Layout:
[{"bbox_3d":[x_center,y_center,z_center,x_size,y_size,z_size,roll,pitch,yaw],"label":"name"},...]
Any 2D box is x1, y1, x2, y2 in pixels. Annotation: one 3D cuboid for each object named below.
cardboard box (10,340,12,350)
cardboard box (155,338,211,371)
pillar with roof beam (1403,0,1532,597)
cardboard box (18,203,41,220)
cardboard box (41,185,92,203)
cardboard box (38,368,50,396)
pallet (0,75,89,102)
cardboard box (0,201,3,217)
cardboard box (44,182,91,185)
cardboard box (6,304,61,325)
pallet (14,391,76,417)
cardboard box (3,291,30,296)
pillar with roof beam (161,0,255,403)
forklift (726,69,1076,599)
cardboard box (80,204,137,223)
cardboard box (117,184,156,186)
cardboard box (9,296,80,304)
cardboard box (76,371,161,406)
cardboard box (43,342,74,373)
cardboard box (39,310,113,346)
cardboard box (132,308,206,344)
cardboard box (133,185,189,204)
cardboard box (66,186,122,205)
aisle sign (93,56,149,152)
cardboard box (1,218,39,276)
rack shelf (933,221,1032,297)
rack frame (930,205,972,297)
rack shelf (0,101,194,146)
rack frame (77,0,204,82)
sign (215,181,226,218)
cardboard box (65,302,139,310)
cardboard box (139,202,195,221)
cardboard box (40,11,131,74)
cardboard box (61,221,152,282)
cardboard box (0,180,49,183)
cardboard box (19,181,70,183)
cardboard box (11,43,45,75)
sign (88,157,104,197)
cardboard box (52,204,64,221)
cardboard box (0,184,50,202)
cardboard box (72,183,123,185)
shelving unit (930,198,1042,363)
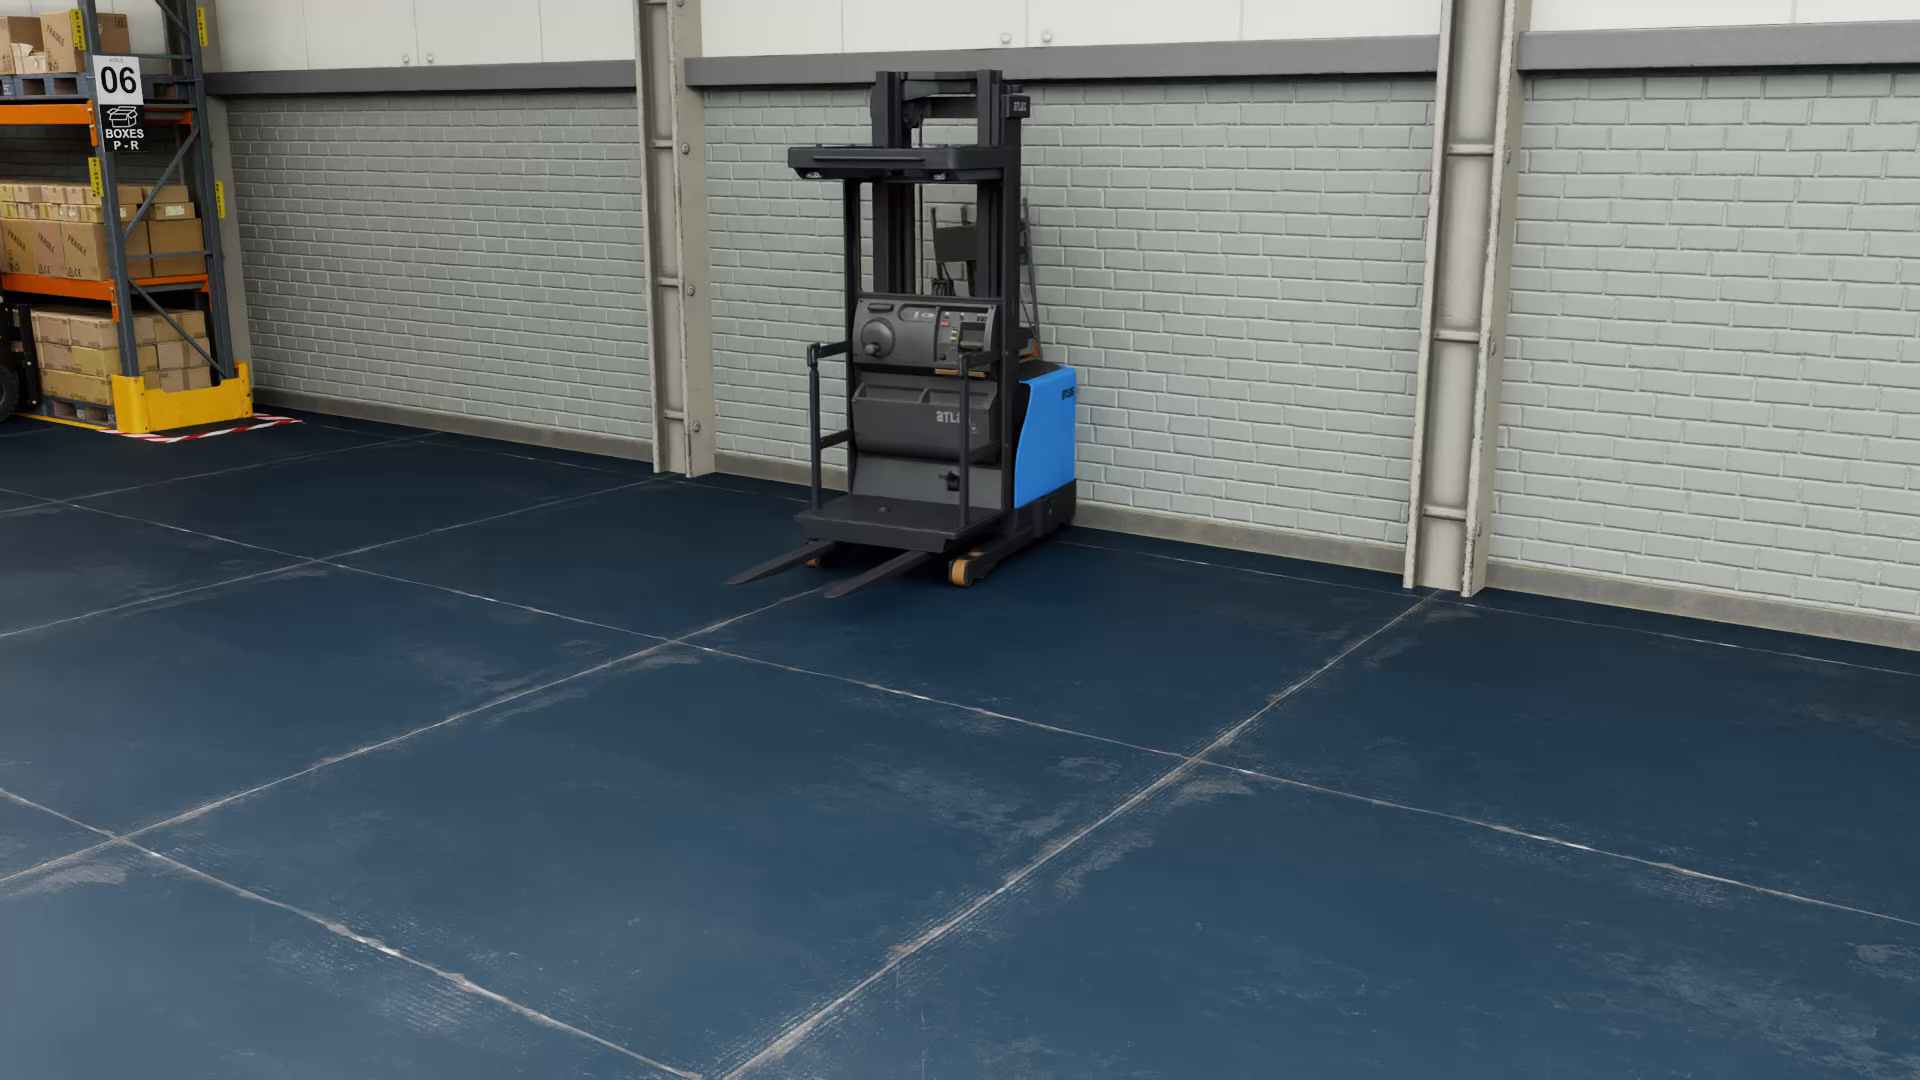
[{"bbox_3d":[-8.889,-1.840,15.820,0.500,0.250,0.500,9,17,33],"label":"cardboard box"},{"bbox_3d":[-7.321,-1.739,15.413,0.500,0.250,0.500,10,17,34],"label":"cardboard box"},{"bbox_3d":[0.433,-3.240,5.185,0.400,9.000,9.100,9,17,33],"label":"pillar with roof beam"},{"bbox_3d":[-8.348,-3.014,15.198,0.250,0.149,0.380,9,16,31],"label":"cardboard box"},{"bbox_3d":[-8.081,-3.141,15.093,0.250,0.149,0.380,9,17,33],"label":"cardboard box"},{"bbox_3d":[-8.431,-1.529,15.606,0.500,0.250,0.500,9,17,33],"label":"cardboard box"},{"bbox_3d":[-8.636,-4.199,15.485,1.213,0.211,1.003,9,17,33],"label":"pallet"},{"bbox_3d":[-8.726,-3.095,15.526,0.250,0.149,0.380,9,17,32],"label":"cardboard box"},{"bbox_3d":[-8.474,-3.331,15.860,0.250,0.149,0.380,9,17,33],"label":"cardboard box"},{"bbox_3d":[-8.871,-2.079,15.747,0.500,0.250,0.500,9,16,32],"label":"cardboard box"},{"bbox_3d":[-8.713,-1.427,16.148,1.213,0.211,1.003,9,17,33],"label":"pallet"},{"bbox_3d":[-9.850,-2.386,16.987,0.500,0.250,0.500,10,17,34],"label":"cardboard box"},{"bbox_3d":[-9.524,-4.849,11.686,0.400,9.000,9.100,9,17,33],"label":"pillar with roof beam"},{"bbox_3d":[-0.308,-1.268,9.845,1.130,2.935,3.031,7,15,25],"label":"forklift"},{"bbox_3d":[-7.491,-2.877,14.643,0.250,0.149,0.380,9,17,34],"label":"cardboard box"},{"bbox_3d":[-7.632,-3.192,15.300,0.250,0.149,0.380,10,17,34],"label":"cardboard box"},{"bbox_3d":[-9.009,-2.251,16.440,0.500,0.250,0.500,9,17,33],"label":"cardboard box"},{"bbox_3d":[-7.613,-1.392,15.051,0.500,0.250,0.500,9,17,33],"label":"cardboard box"},{"bbox_3d":[-8.035,-1.707,15.283,0.500,0.250,0.500,9,17,32],"label":"cardboard box"},{"bbox_3d":[-8.030,-1.944,15.201,0.500,0.250,0.500,10,17,34],"label":"cardboard box"},{"bbox_3d":[-7.340,-1.979,15.344,0.500,0.250,0.500,9,16,32],"label":"cardboard box"},{"bbox_3d":[-7.206,-3.118,14.999,0.250,0.149,0.380,9,16,32],"label":"cardboard box"},{"bbox_3d":[-7.684,-3.063,14.778,0.250,0.149,0.380,9,17,33],"label":"cardboard box"},{"bbox_3d":[-7.156,-3.717,14.186,0.004,0.787,0.394,9,17,33],"label":"aisle sign"},{"bbox_3d":[-8.453,-2.725,15.380,0.500,0.500,0.500,9,16,32],"label":"cardboard box"},{"bbox_3d":[0.160,-1.856,10.961,0.480,0.518,0.431,1,12,34],"label":"rack shelf"},{"bbox_3d":[0.028,-1.186,11.213,0.015,2.100,0.400,1,12,34],"label":"rack frame"},{"bbox_3d":[-8.706,-3.898,15.581,4.000,0.370,1.077,9,17,33],"label":"rack shelf"},{"bbox_3d":[-7.047,-5.435,14.050,0.127,3.000,1.000,9,17,33],"label":"rack frame"},{"bbox_3d":[-6.732,-3.091,15.101,0.005,0.325,0.100,9,17,33],"label":"sign"},{"bbox_3d":[-8.166,-2.115,15.891,0.500,0.250,0.500,9,17,32],"label":"cardboard box"},{"bbox_3d":[-7.184,-2.983,15.074,0.250,0.149,0.380,9,16,31],"label":"cardboard box"},{"bbox_3d":[-7.550,-4.290,14.380,0.500,0.500,0.500,10,17,35],"label":"cardboard box"},{"bbox_3d":[-7.602,-2.585,14.814,0.500,0.500,0.500,9,16,32],"label":"cardboard box"},{"bbox_3d":[-9.278,-3.488,16.496,0.250,0.149,0.380,9,16,32],"label":"cardboard box"},{"bbox_3d":[-8.888,-3.406,16.163,0.250,0.149,0.380,9,16,32],"label":"cardboard box"},{"bbox_3d":[-8.114,-4.250,14.706,0.258,0.266,0.396,9,17,33],"label":"cardboard box"},{"bbox_3d":[-7.361,-3.093,14.174,0.005,0.325,0.100,9,17,33],"label":"sign"},{"bbox_3d":[-7.901,-2.952,14.948,0.250,0.149,0.380,10,17,34],"label":"cardboard box"},{"bbox_3d":[-8.577,-3.188,15.280,0.250,0.149,0.380,10,17,34],"label":"cardboard box"},{"bbox_3d":[-8.061,-3.259,15.569,0.250,0.149,0.380,10,17,35],"label":"cardboard box"},{"bbox_3d":[0.231,-1.183,11.078,0.503,2.100,0.431,1,12,34],"label":"shelving unit"}]
